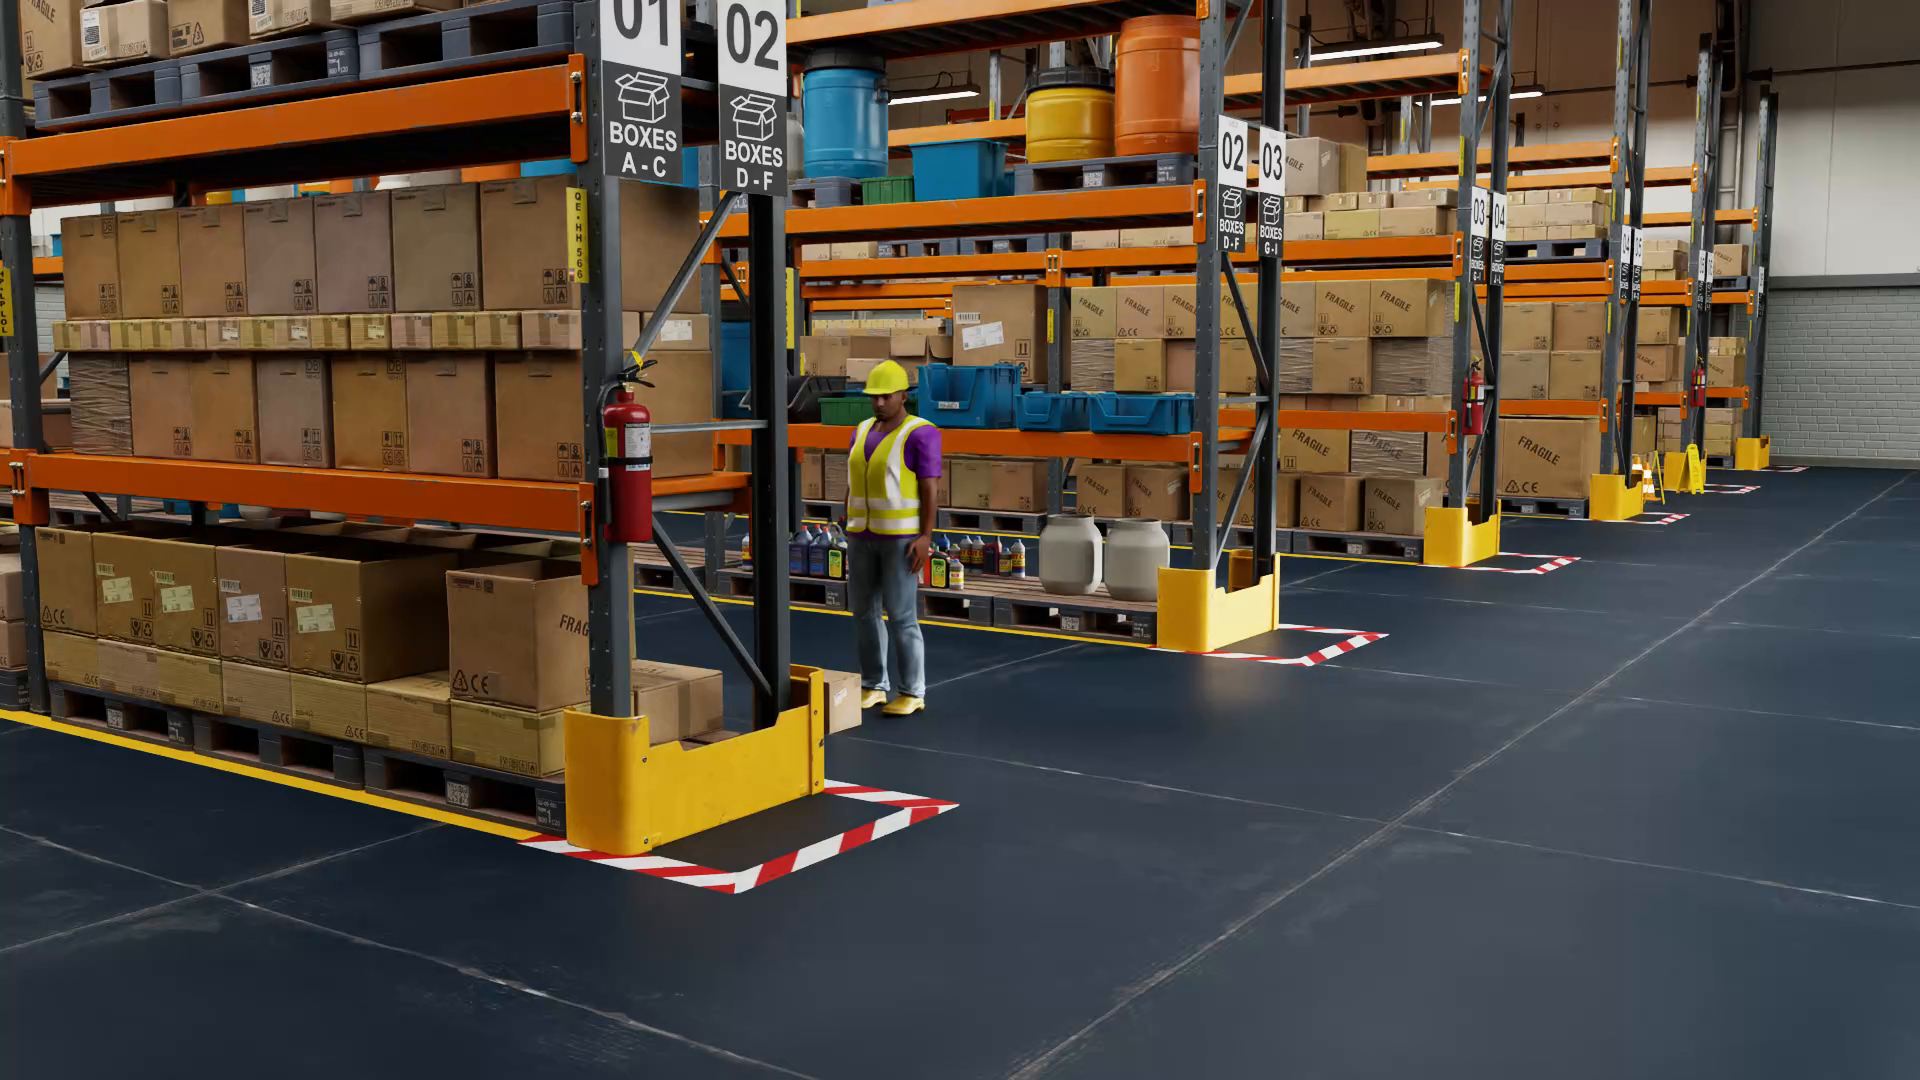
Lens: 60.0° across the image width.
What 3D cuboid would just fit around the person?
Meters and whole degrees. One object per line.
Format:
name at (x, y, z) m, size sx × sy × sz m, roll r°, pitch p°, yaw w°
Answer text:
person at (-0.356, -0.017, 8.339) m, size 0.566 × 1.762 × 0.362 m, roll 4°, pitch 8°, yaw 35°
